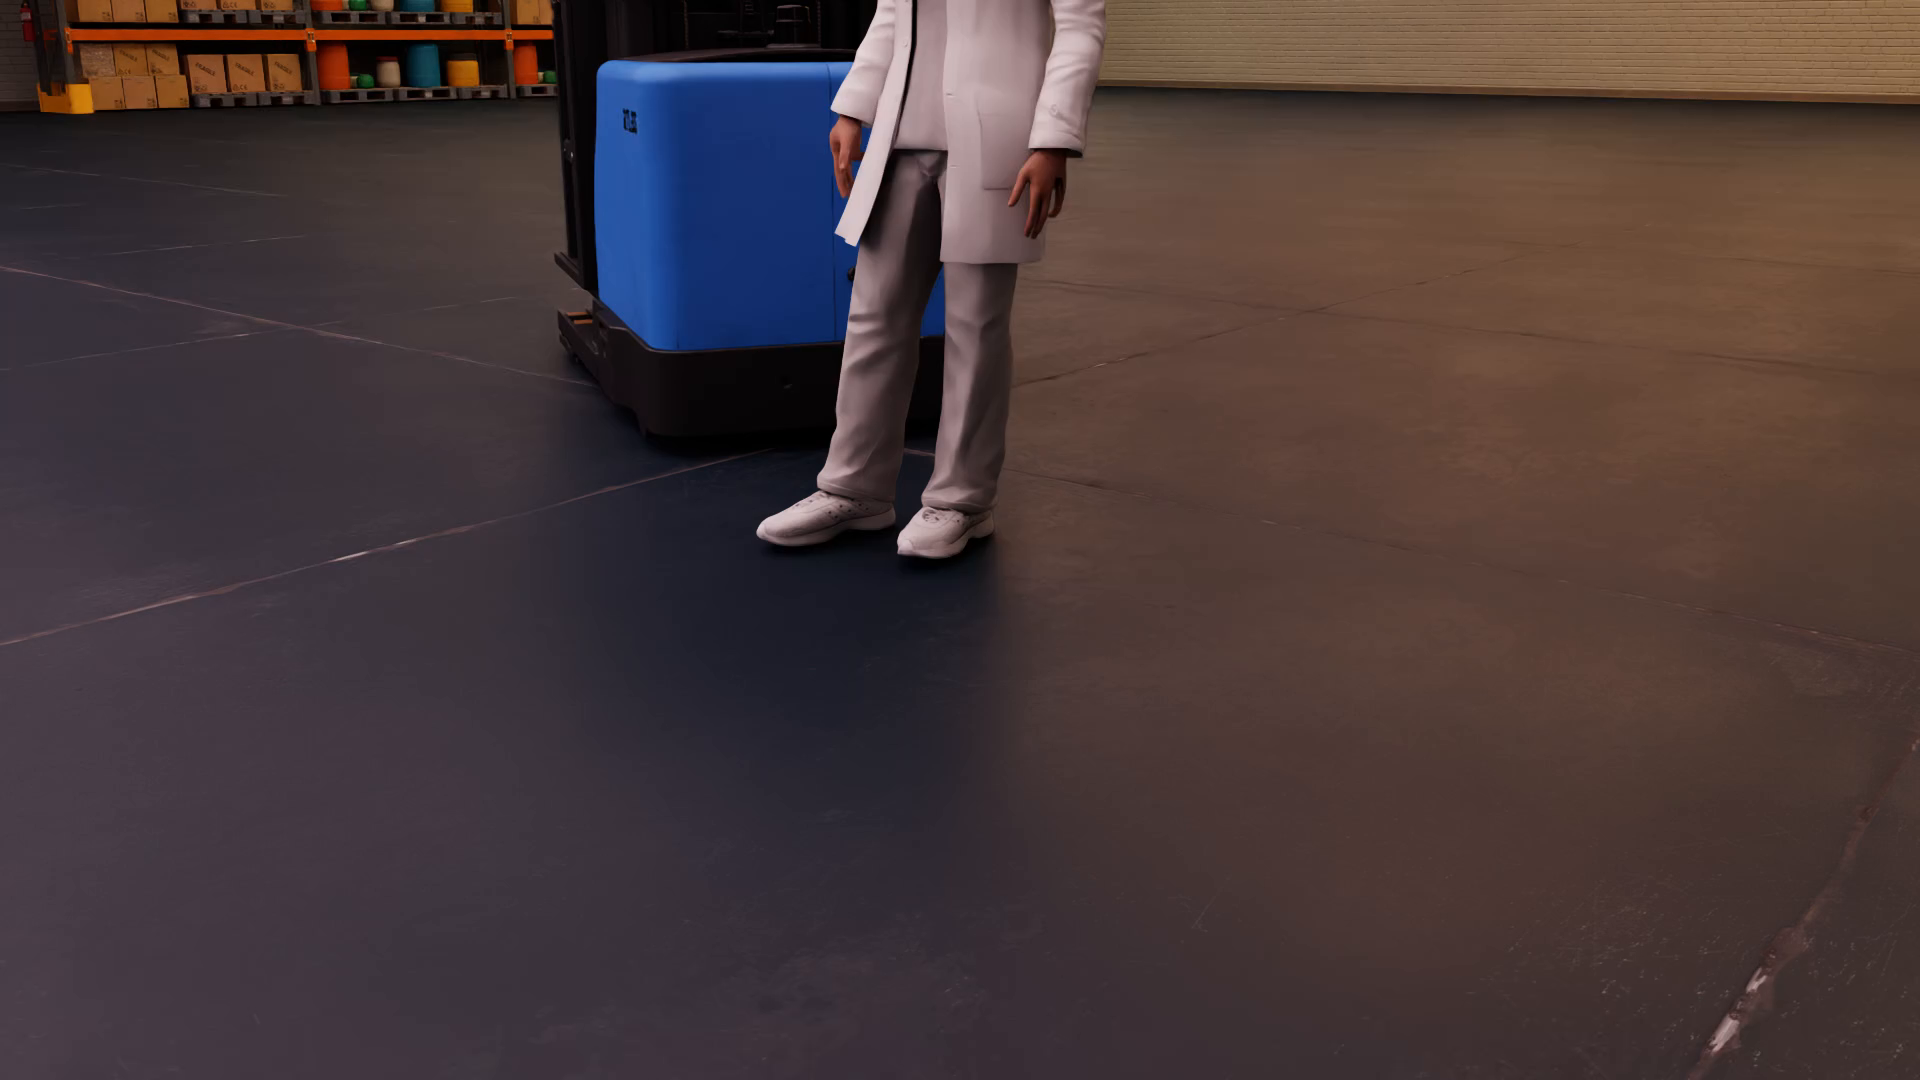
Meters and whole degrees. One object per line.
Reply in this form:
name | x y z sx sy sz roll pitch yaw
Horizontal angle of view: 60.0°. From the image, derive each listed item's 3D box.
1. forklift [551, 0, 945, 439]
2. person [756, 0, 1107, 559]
forklift | -0.868 -2.077 5.736 1.130 2.935 3.031 -6 18 -19
person | -0.061 -0.838 3.618 0.694 1.775 0.581 13 21 37
